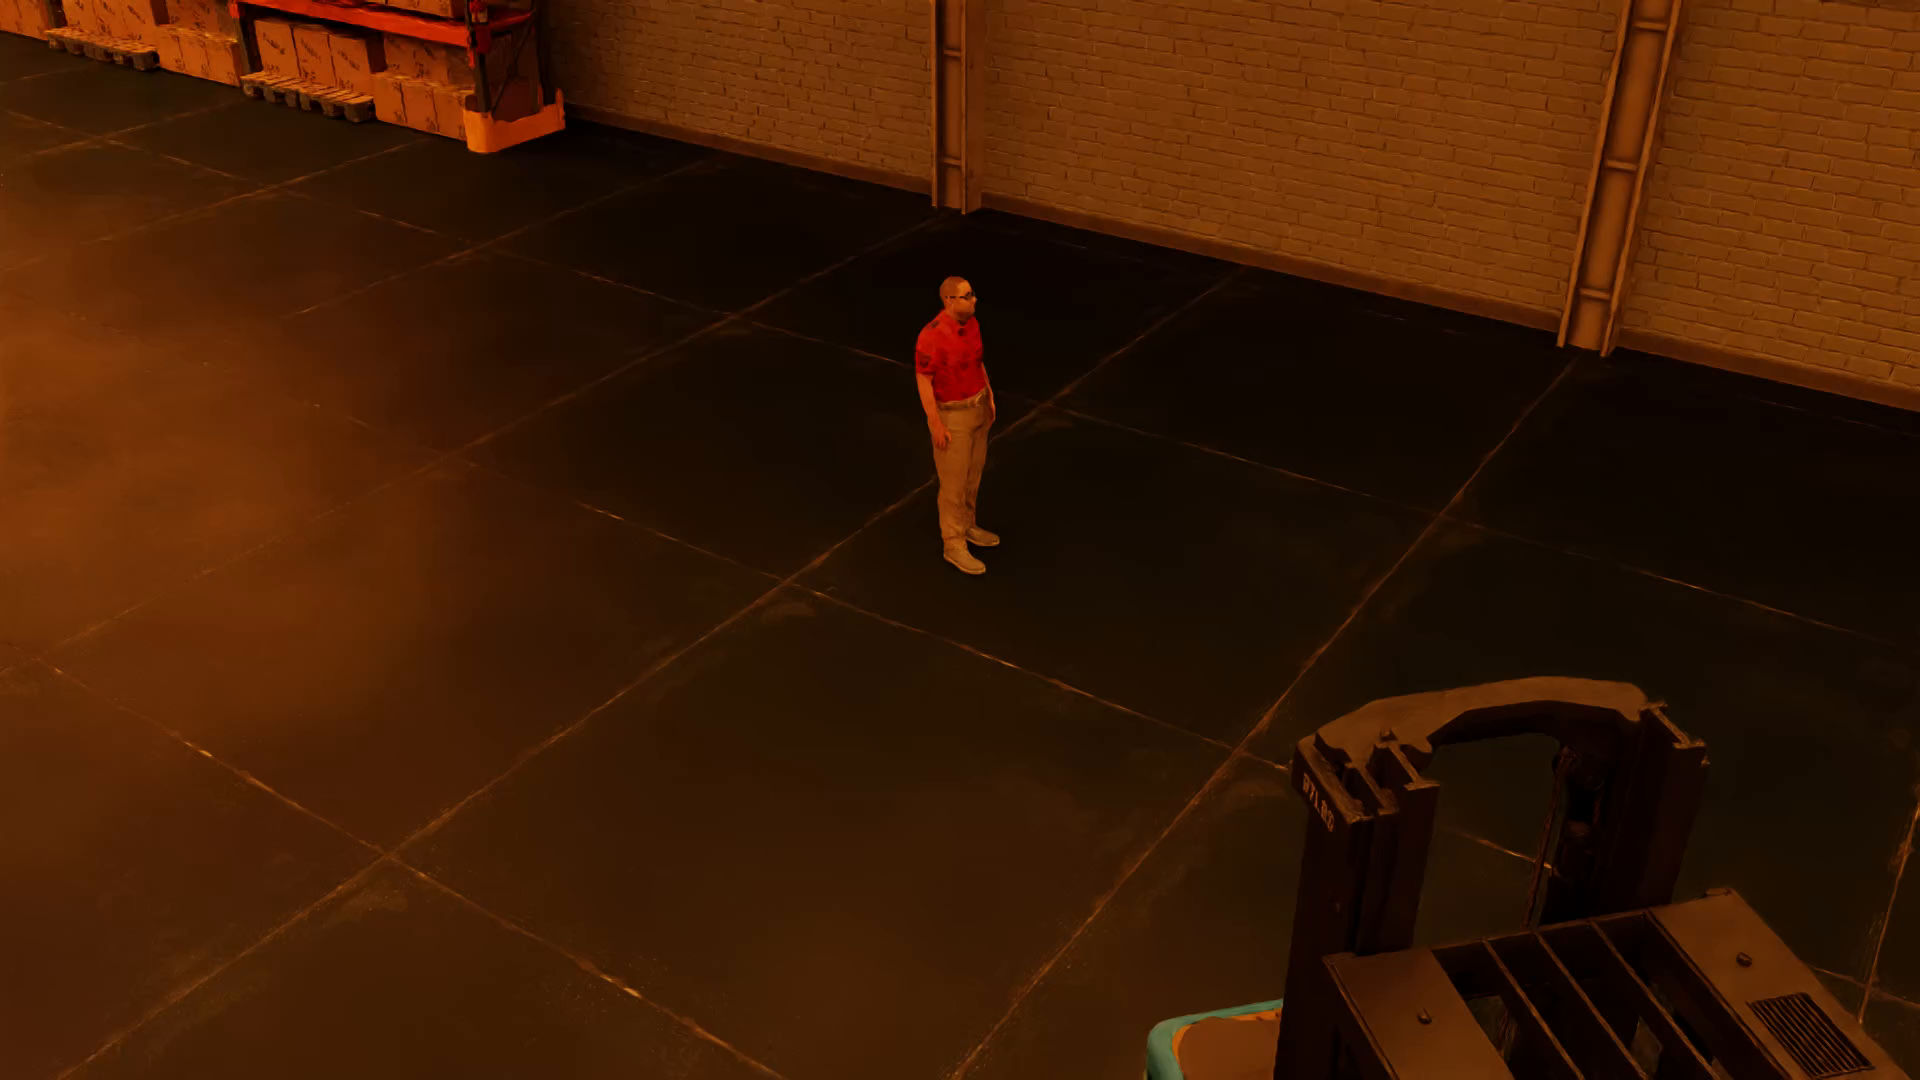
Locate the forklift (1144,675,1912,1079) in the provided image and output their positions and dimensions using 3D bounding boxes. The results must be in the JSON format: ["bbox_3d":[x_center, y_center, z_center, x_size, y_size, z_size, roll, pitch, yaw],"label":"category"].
[{"bbox_3d":[1.437,1.945,4.232,1.130,2.935,3.031,-7,31,-11],"label":"forklift"}]

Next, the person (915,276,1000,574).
[{"bbox_3d":[0.068,-0.723,10.010,0.550,1.726,0.640,19,35,29],"label":"person"}]
